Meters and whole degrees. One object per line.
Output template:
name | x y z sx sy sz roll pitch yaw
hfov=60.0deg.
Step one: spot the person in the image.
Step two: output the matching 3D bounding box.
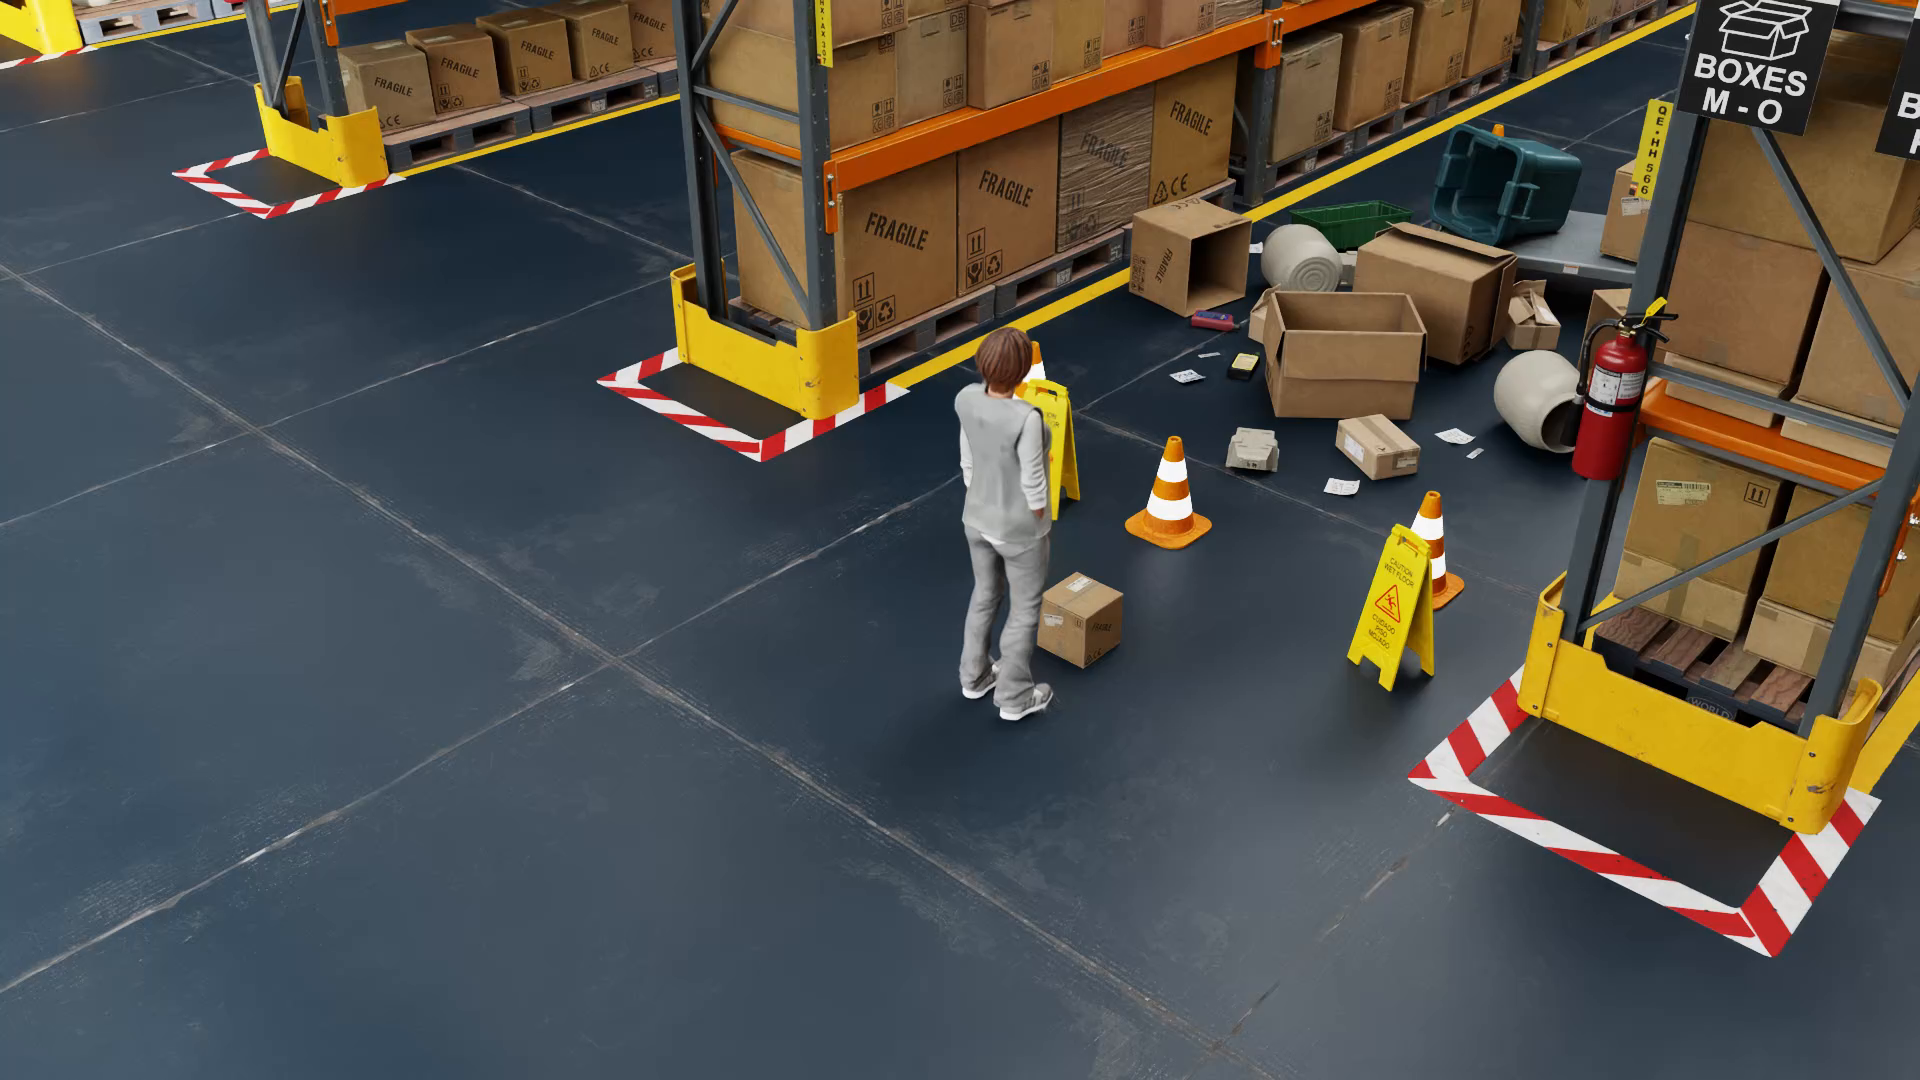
person | 0.162 -0.058 6.244 0.406 1.596 0.307 27 40 36
